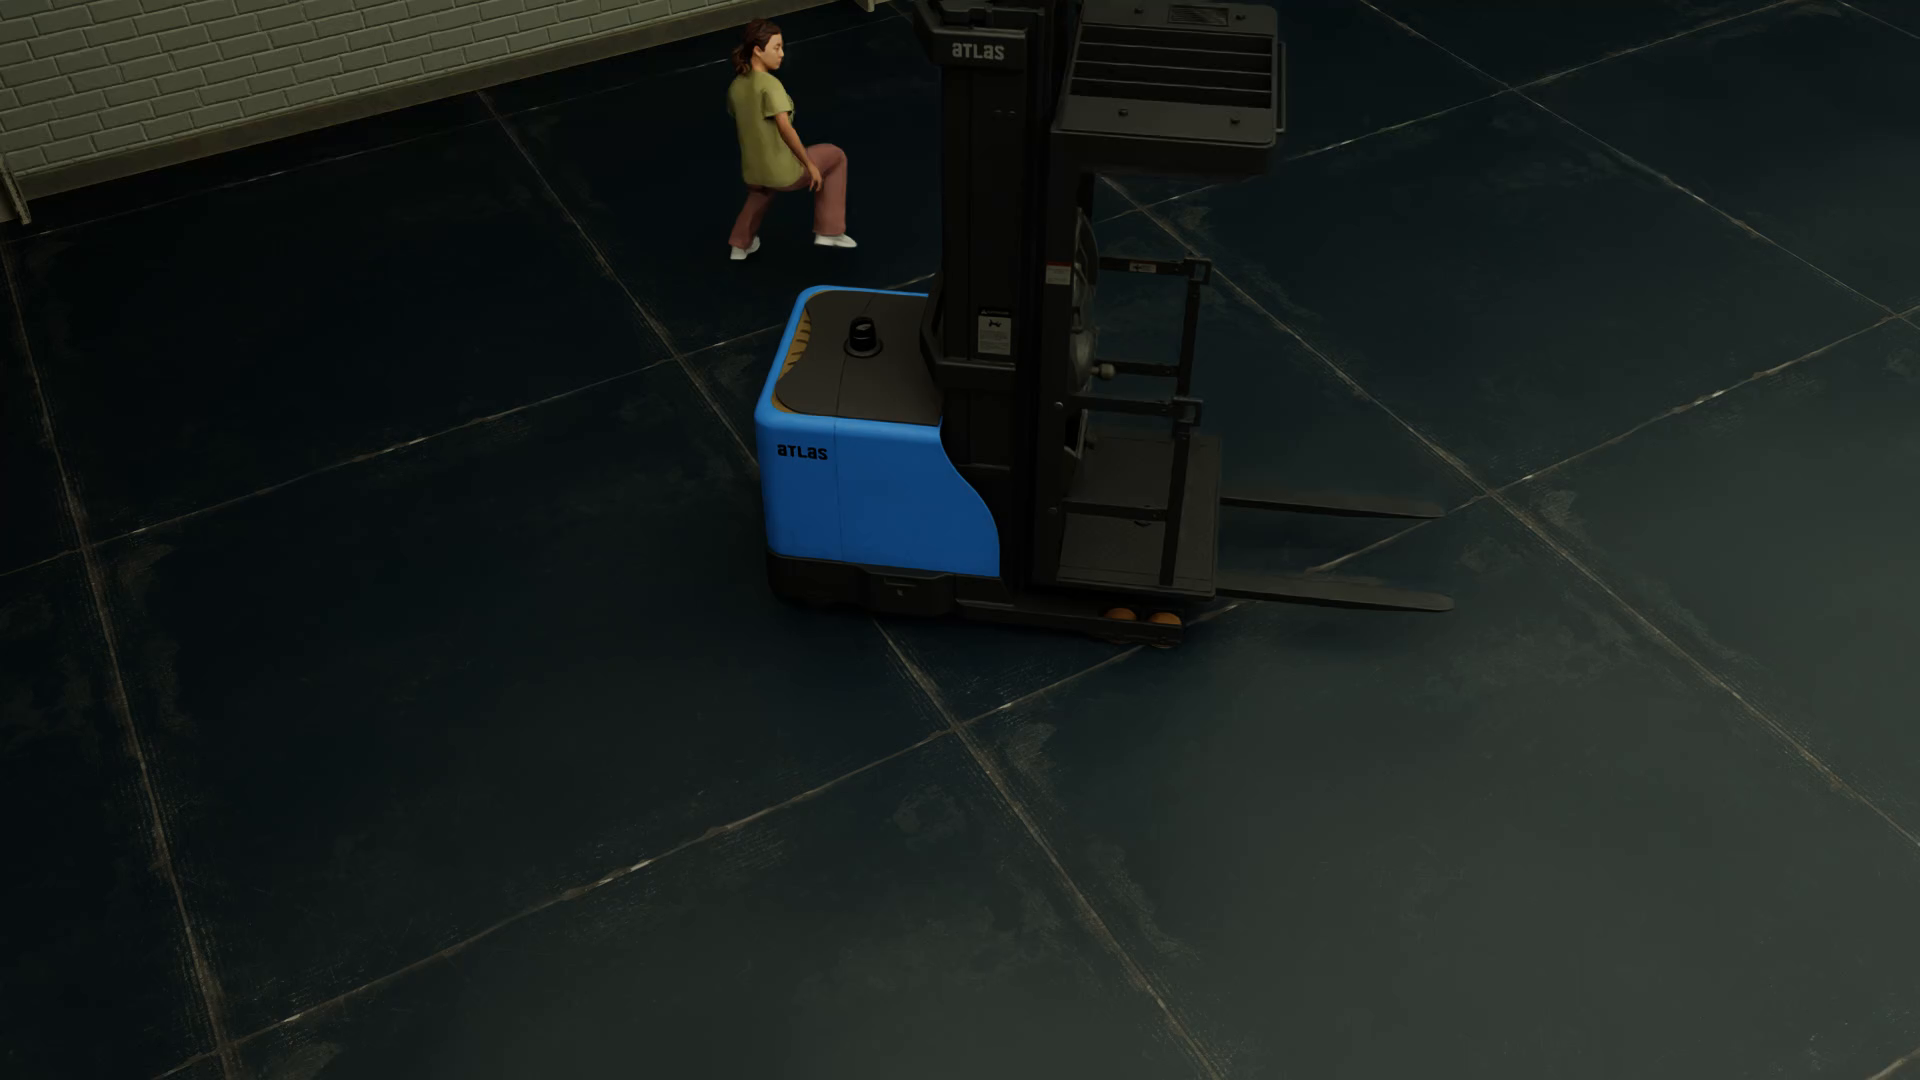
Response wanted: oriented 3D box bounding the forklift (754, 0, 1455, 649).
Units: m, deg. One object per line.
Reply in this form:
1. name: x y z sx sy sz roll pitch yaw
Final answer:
1. forklift: 0.692 -0.984 6.759 3.031 2.935 1.130 6 43 6

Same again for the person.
1. person: -0.952 -2.123 9.055 0.718 1.413 0.596 22 47 22
